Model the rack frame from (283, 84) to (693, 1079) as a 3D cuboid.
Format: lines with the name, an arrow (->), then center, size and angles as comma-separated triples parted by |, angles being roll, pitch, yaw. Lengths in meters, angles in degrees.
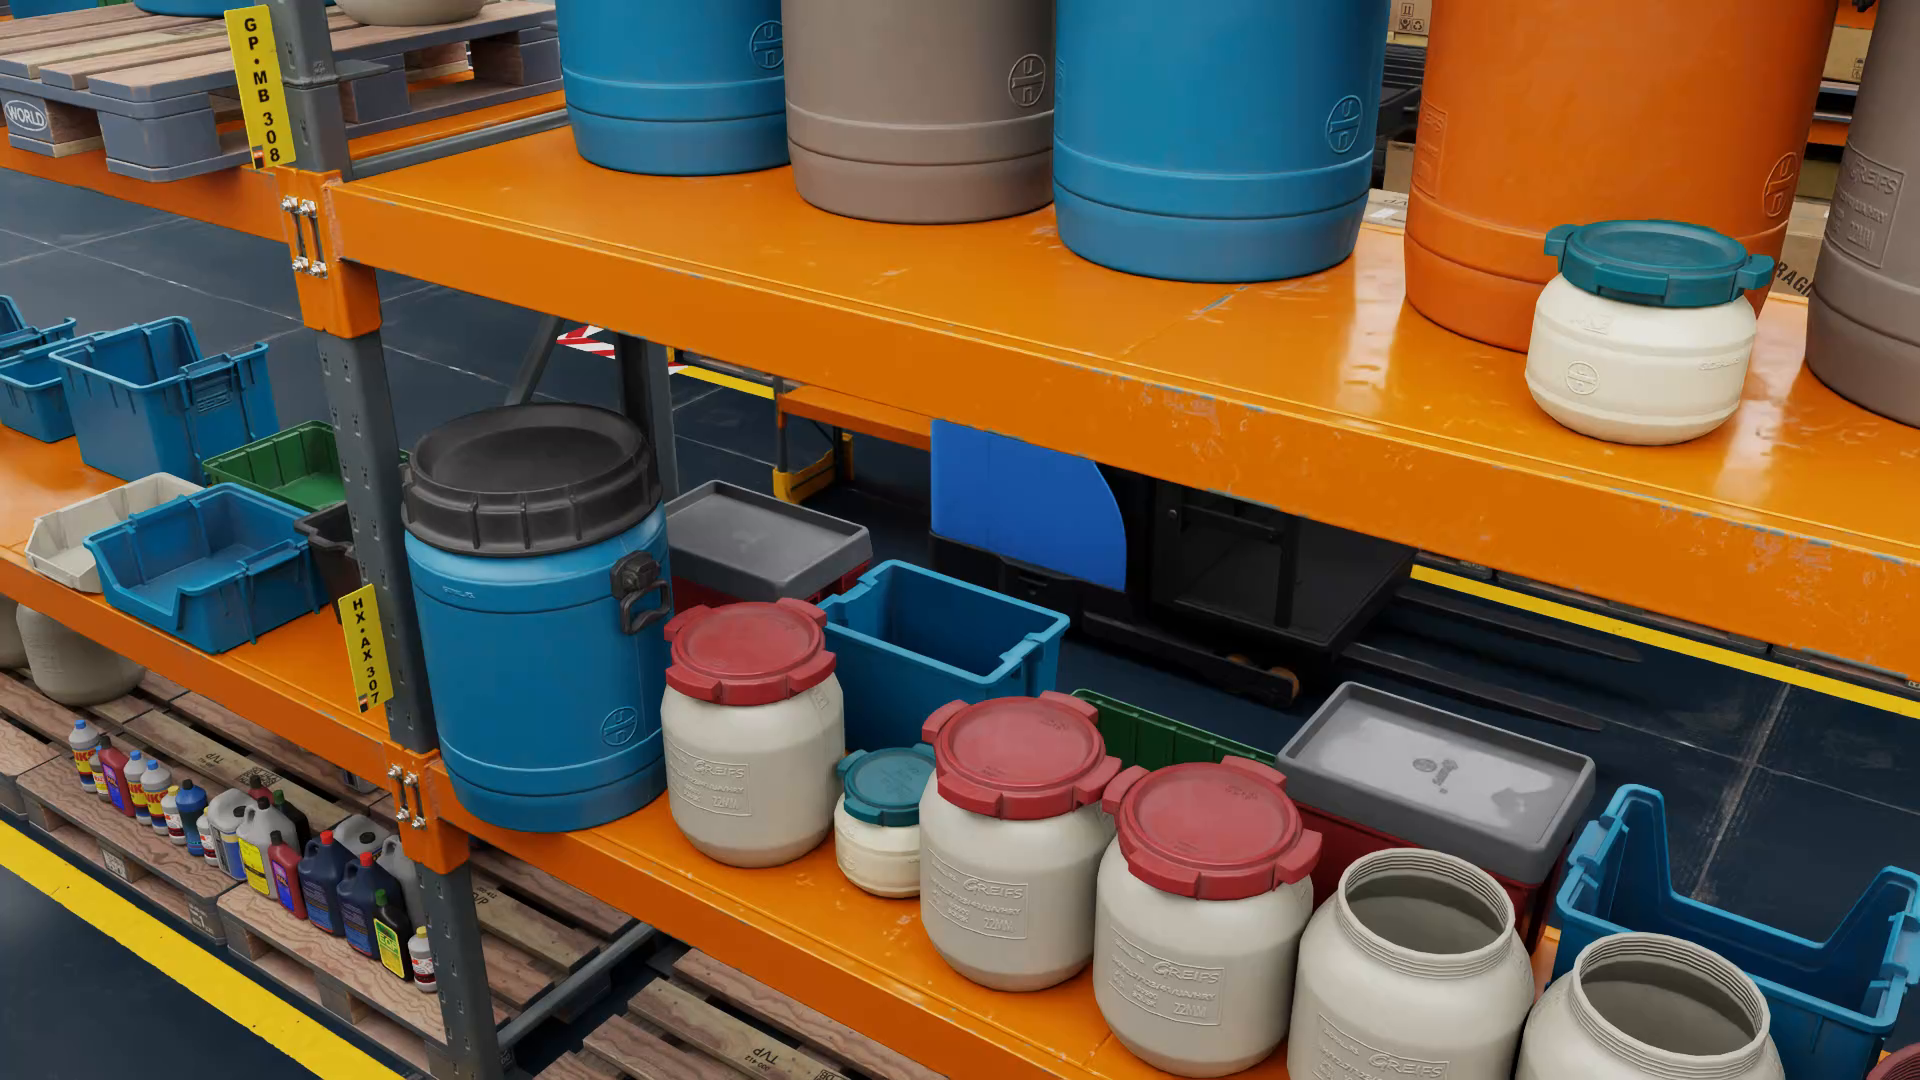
rack frame -> -1.145, 0.190, 4.569 | 0.127, 3.000, 1.000 | 17, 32, 30

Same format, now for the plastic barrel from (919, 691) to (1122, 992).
plastic barrel -> 0.124, 0.646, 3.524 | 0.433, 0.535, 0.433 | 0, 27, 0

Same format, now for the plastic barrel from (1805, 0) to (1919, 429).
plastic barrel -> 1.598, -0.635, 2.330 | 0.600, 0.901, 0.600 | 0, 27, 0

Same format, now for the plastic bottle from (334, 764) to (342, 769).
plastic bottle -> -2.267, 0.730, 6.109 | 0.097, 0.201, 0.097 | 0, 27, 0

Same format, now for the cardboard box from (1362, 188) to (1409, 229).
cardboard box -> 2.093, -1.484, 8.023 | 0.500, 0.250, 0.500 | 20, 33, 33

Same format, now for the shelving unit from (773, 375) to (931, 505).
shelving unit -> -0.342, -0.771, 8.112 | 1.083, 1.500, 0.587 | 17, 31, 30

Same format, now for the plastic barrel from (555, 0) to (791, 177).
plastic barrel -> -0.603, -1.320, 3.677 | 0.708, 0.901, 0.600 | 17, 32, 30

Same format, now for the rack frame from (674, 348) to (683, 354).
rack frame -> -1.635, -2.688, 10.224 | 0.127, 3.000, 1.000 | 17, 32, 30

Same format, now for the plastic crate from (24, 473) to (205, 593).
plastic crate -> -2.627, -0.014, 5.262 | 0.437, 0.136, 0.530 | 17, 32, 30

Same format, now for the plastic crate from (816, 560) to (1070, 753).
plastic crate -> -0.060, 0.364, 4.244 | 0.575, 0.384, 0.392 | 17, 32, 30

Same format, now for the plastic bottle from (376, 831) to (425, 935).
plastic bottle -> -1.758, 1.063, 5.289 | 0.185, 0.351, 0.144 | 17, 32, 30

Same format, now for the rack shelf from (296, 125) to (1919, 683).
rack shelf -> 0.503, -0.312, 3.042 | 4.000, 0.370, 1.077 | 17, 32, 30

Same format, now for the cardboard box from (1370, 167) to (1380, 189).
cardboard box -> 3.157, -2.857, 13.215 | 0.250, 0.149, 0.380 | 15, 30, 26

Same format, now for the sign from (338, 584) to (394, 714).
sign -> -1.466, 0.270, 4.107 | 0.005, 0.325, 0.100 | 17, 32, 30

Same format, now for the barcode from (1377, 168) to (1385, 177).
barcode -> 3.343, -2.926, 13.228 | 0.075, 0.075, 0.001 | 17, 32, 30

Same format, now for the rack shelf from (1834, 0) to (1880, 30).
rack shelf -> 3.311, -2.163, 6.679 | 4.000, 0.370, 1.077 | 17, 32, 30

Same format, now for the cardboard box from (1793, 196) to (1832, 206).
cardboard box -> 5.932, -2.153, 11.444 | 0.500, 0.500, 0.700 | 18, 32, 31

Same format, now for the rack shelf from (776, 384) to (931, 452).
rack shelf -> -0.349, -0.613, 8.198 | 1.000, 0.185, 0.538 | 17, 31, 30

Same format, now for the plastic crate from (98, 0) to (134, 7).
plastic crate -> -2.292, -1.559, 4.933 | 0.450, 0.188, 0.336 | 17, 32, 30

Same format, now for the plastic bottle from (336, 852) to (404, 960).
plastic bottle -> -1.839, 1.117, 5.183 | 0.185, 0.351, 0.144 | 16, 31, 29

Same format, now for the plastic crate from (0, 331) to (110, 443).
plastic crate -> -3.328, -0.585, 6.256 | 0.408, 0.251, 0.499 | 17, 32, 30

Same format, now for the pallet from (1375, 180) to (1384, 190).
pallet -> 2.880, -2.743, 13.407 | 1.213, 0.211, 1.003 | 17, 32, 30

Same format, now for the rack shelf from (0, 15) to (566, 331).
rack shelf -> -2.794, -1.339, 5.061 | 4.000, 0.370, 1.077 | 17, 32, 30

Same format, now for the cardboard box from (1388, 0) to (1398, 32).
cardboard box -> 3.075, -4.055, 12.227 | 0.500, 0.500, 0.500 | 16, 31, 29

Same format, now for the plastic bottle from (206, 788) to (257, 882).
plastic bottle -> -2.395, 0.975, 5.545 | 0.135, 0.276, 0.152 | 18, 32, 31

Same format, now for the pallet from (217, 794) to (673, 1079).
pallet -> -1.675, 1.245, 5.571 | 1.213, 0.211, 1.003 | 17, 32, 30

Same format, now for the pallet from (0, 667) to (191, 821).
pallet -> -3.687, 0.619, 6.802 | 1.213, 0.211, 1.003 | 17, 32, 30

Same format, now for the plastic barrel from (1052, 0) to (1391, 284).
plastic barrel -> 0.475, -0.985, 3.017 | 0.708, 0.901, 0.600 | 17, 32, 30

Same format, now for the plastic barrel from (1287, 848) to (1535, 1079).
plastic barrel -> 0.836, 0.875, 3.100 | 0.421, 0.512, 0.421 | 0, 27, 0

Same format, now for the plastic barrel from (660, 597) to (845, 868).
plastic barrel -> -0.481, 0.457, 3.894 | 0.433, 0.535, 0.433 | 0, 27, 0

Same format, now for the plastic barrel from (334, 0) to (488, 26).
plastic barrel -> -1.389, -1.567, 4.129 | 0.421, 0.512, 0.421 | 0, 27, 0

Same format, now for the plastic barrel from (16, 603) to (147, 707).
plastic barrel -> -3.443, 0.354, 6.527 | 0.421, 0.512, 0.421 | 0, 27, 0

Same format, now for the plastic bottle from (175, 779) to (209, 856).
plastic bottle -> -2.592, 0.931, 5.637 | 0.097, 0.271, 0.097 | 0, 27, 0

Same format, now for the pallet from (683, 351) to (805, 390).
pallet -> -0.981, -1.264, 10.501 | 1.213, 0.211, 1.003 | 17, 32, 30

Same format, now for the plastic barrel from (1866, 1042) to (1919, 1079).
plastic barrel -> 1.598, 1.151, 2.531 | 0.708, 0.536, 0.600 | 17, 32, 30

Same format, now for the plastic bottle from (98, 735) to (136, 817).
plastic bottle -> -2.948, 0.825, 5.832 | 0.133, 0.283, 0.061 | 18, 32, 31

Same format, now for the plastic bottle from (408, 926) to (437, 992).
plastic bottle -> -1.621, 1.265, 5.058 | 0.097, 0.201, 0.097 | 0, 27, 0

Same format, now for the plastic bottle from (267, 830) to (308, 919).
plastic bottle -> -2.155, 1.072, 5.347 | 0.133, 0.283, 0.061 | 20, 33, 34

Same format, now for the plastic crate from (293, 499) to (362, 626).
plastic crate -> -1.505, 0.036, 4.940 | 0.504, 0.338, 0.767 | 17, 32, 30

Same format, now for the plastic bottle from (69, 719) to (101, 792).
plastic bottle -> -3.124, 0.765, 5.962 | 0.097, 0.271, 0.097 | 0, 27, 0

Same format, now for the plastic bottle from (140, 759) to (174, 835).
plastic bottle -> -2.759, 0.879, 5.739 | 0.097, 0.271, 0.097 | 0, 27, 0

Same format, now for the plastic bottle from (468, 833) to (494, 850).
plastic bottle -> -1.657, 0.866, 5.676 | 0.185, 0.351, 0.144 | 17, 32, 30

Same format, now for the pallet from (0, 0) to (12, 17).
pallet -> -3.816, -1.840, 5.460 | 1.213, 0.211, 1.003 | 17, 32, 30

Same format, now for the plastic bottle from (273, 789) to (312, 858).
plastic bottle -> -2.227, 0.970, 5.546 | 0.133, 0.283, 0.061 | 17, 32, 30

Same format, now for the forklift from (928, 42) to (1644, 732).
forklift -> 1.363, -0.887, 6.761 | 3.031, 2.935, 1.130 | 17, 31, 30

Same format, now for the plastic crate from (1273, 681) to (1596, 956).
plastic crate -> 0.993, 0.660, 3.576 | 0.583, 0.464, 0.402 | 17, 32, 30

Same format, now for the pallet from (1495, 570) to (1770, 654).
pallet -> 3.301, 0.070, 7.880 | 1.213, 0.211, 1.003 | 17, 32, 30

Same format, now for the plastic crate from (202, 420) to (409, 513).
plastic crate -> -2.104, -0.169, 5.509 | 0.662, 0.188, 0.450 | 17, 32, 30

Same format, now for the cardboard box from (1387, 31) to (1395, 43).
cardboard box -> 3.072, -3.718, 12.392 | 0.500, 0.250, 0.500 | 17, 32, 30
